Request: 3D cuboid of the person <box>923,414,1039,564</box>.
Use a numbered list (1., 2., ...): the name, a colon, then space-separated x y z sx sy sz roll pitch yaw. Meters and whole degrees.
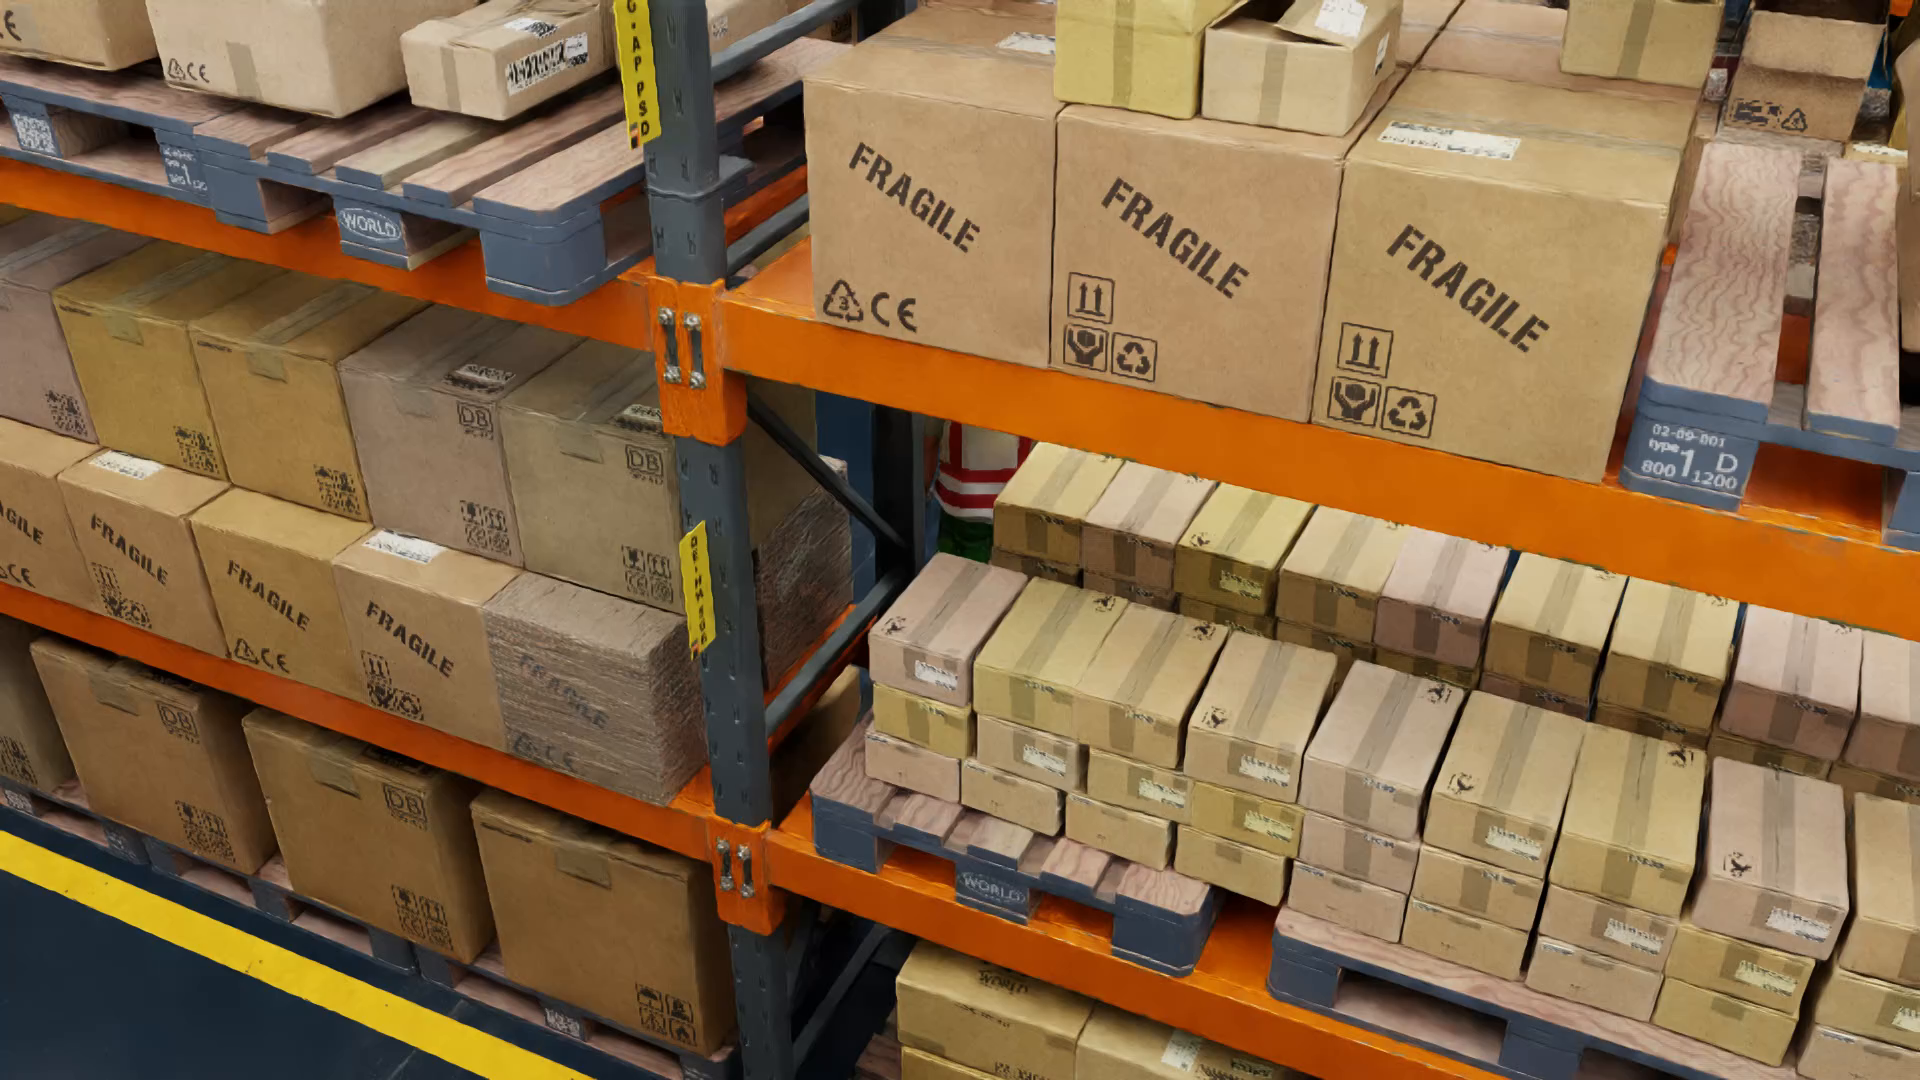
1. person: 0.139 -0.131 6.323 0.678 1.783 0.618 -3 33 -4
